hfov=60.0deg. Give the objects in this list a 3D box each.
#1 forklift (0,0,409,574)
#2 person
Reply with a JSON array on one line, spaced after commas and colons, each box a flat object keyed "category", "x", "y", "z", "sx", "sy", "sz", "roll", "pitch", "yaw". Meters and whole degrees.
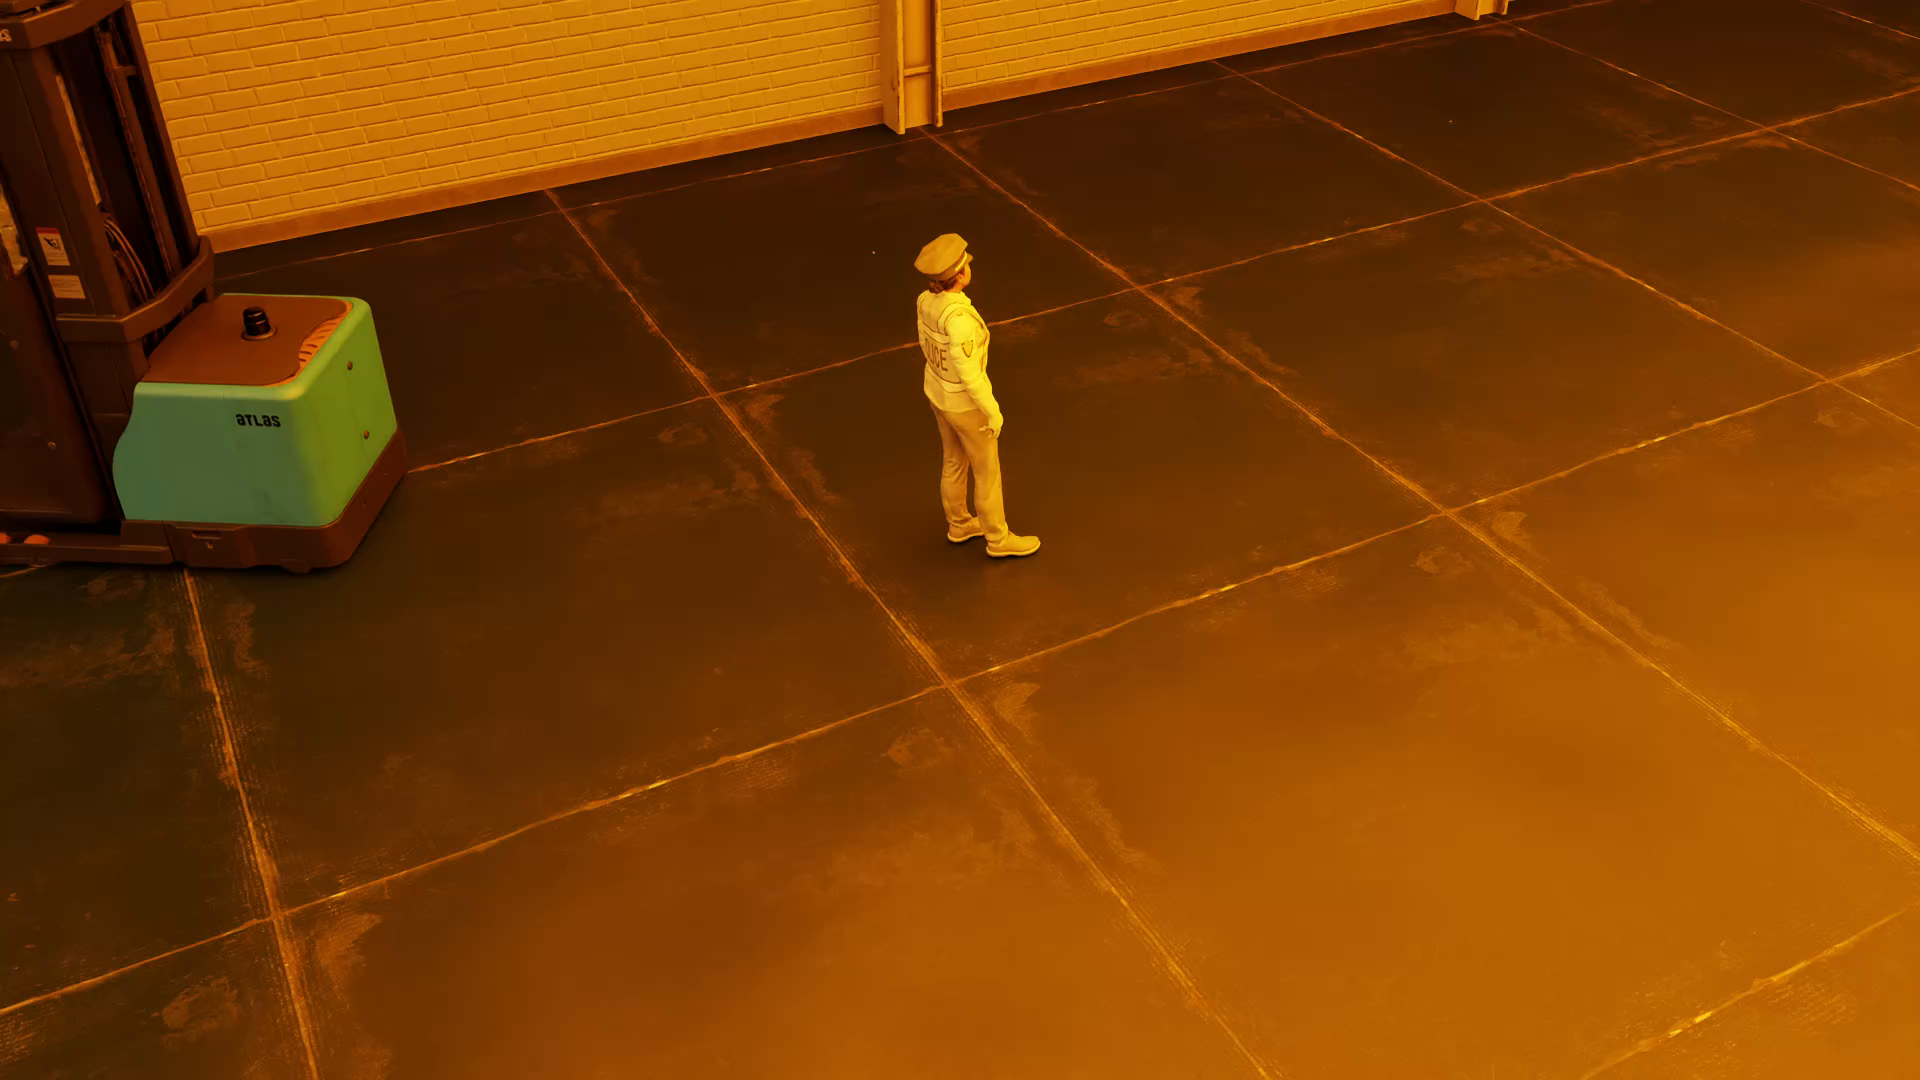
[{"category": "forklift", "x": -4.564, "y": -1.358, "z": 8.044, "sx": 3.031, "sy": 2.935, "sz": 1.130, "roll": 2, "pitch": 35, "yaw": 3}, {"category": "person", "x": 0.064, "y": -0.713, "z": 8.191, "sx": 0.531, "sy": 1.695, "sz": 0.587, "roll": -17, "pitch": 39, "yaw": -23}]
